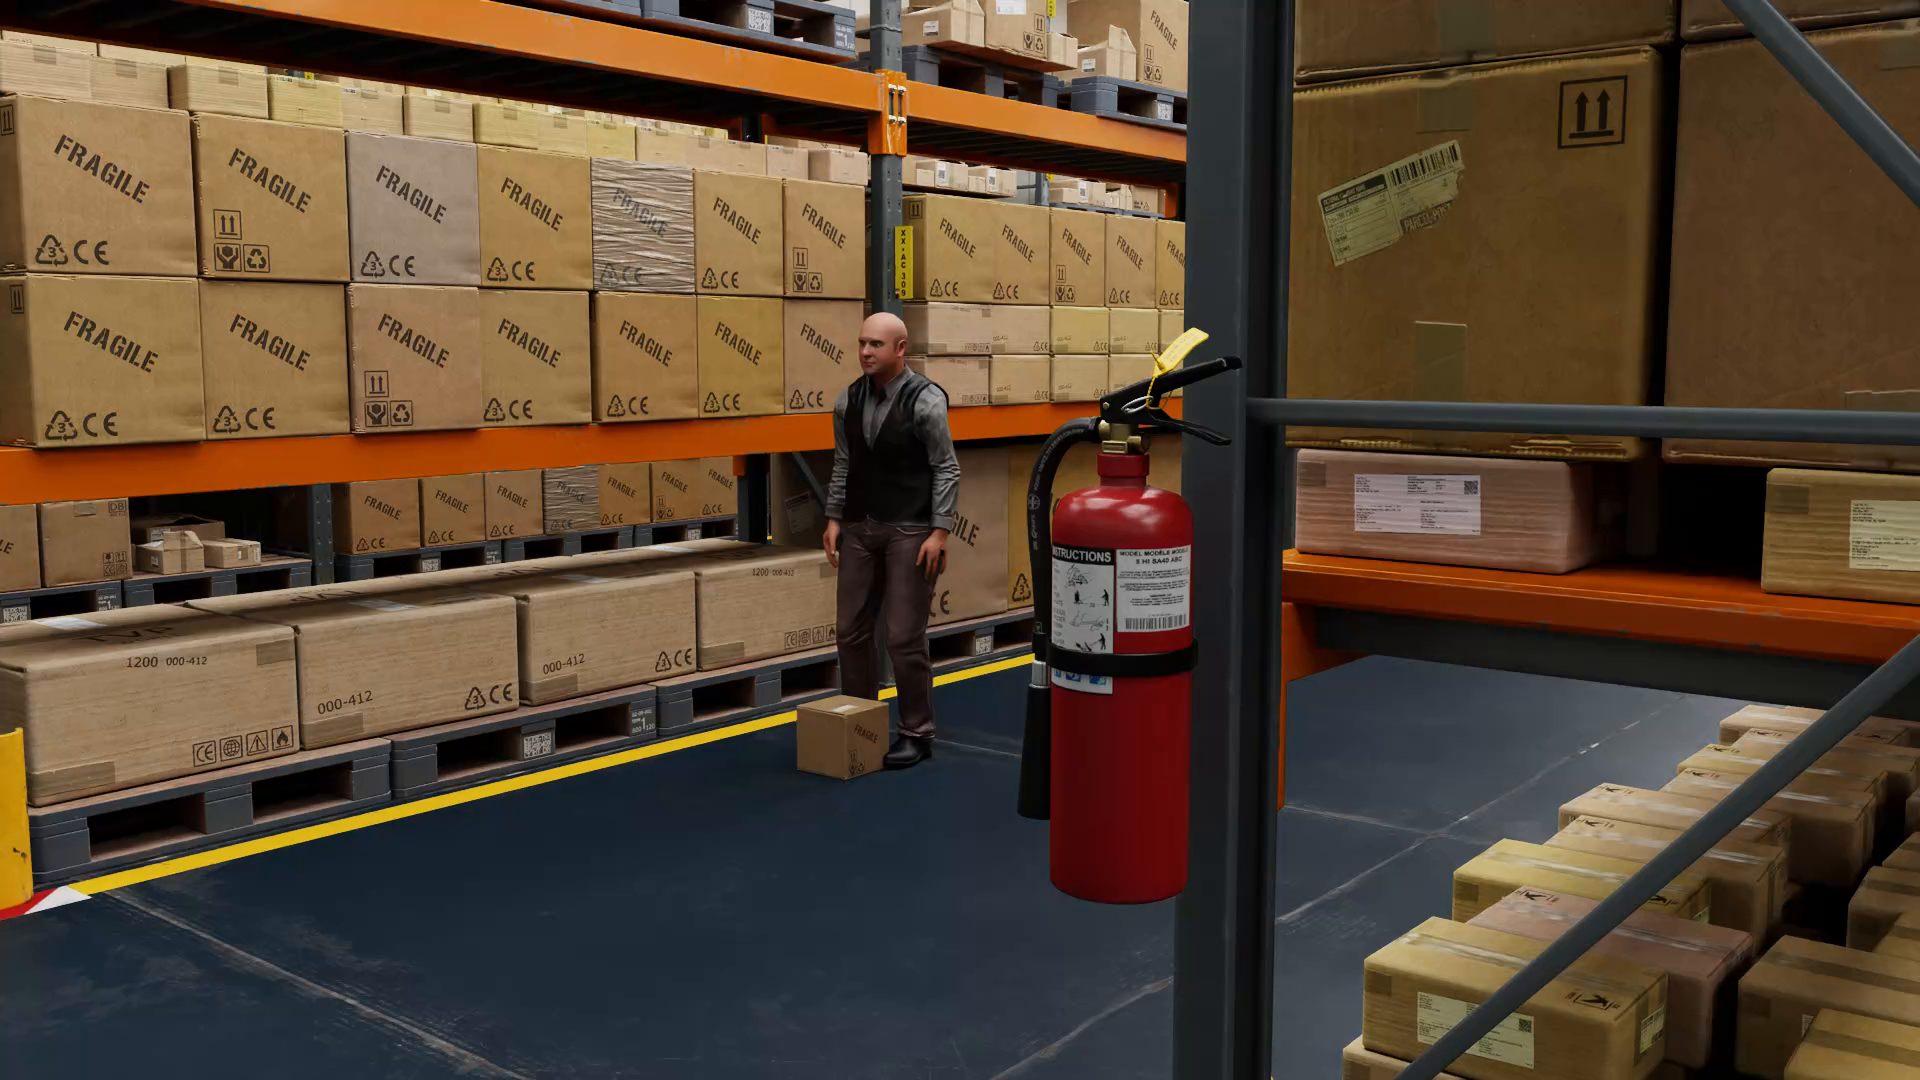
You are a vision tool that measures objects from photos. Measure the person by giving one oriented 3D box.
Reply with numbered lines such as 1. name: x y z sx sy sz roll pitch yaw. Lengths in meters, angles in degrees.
1. person: -0.264 -0.011 6.432 0.591 1.720 0.418 5 8 35
